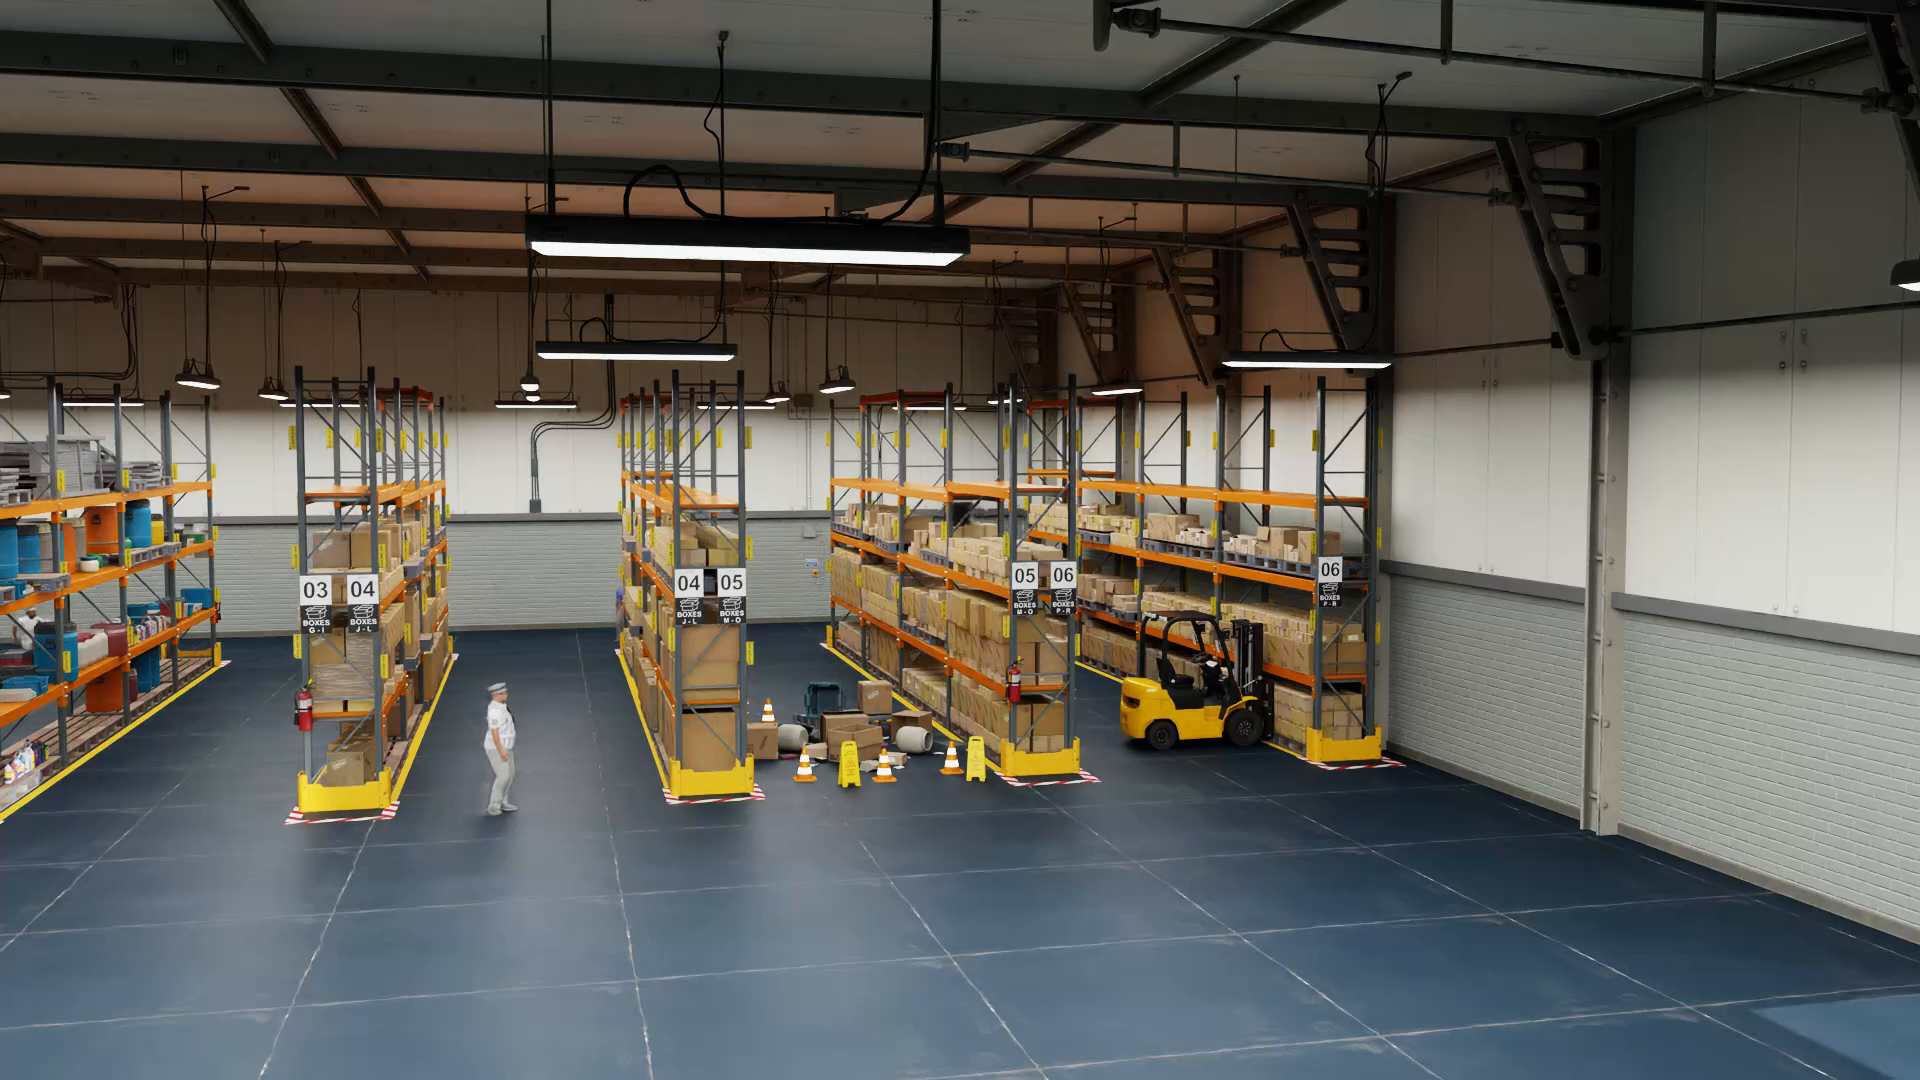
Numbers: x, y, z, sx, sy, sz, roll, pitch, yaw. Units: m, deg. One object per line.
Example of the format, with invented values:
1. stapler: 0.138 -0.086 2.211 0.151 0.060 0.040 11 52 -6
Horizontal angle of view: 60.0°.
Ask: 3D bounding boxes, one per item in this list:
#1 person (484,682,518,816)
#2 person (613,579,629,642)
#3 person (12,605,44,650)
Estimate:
1. person: -6.196 2.838 22.449 0.419 1.847 0.586 0 3 3
2. person: -8.342 1.717 41.483 0.526 1.605 0.952 1 3 13
3. person: -18.952 2.122 33.835 0.618 1.642 1.028 -1 3 -13
